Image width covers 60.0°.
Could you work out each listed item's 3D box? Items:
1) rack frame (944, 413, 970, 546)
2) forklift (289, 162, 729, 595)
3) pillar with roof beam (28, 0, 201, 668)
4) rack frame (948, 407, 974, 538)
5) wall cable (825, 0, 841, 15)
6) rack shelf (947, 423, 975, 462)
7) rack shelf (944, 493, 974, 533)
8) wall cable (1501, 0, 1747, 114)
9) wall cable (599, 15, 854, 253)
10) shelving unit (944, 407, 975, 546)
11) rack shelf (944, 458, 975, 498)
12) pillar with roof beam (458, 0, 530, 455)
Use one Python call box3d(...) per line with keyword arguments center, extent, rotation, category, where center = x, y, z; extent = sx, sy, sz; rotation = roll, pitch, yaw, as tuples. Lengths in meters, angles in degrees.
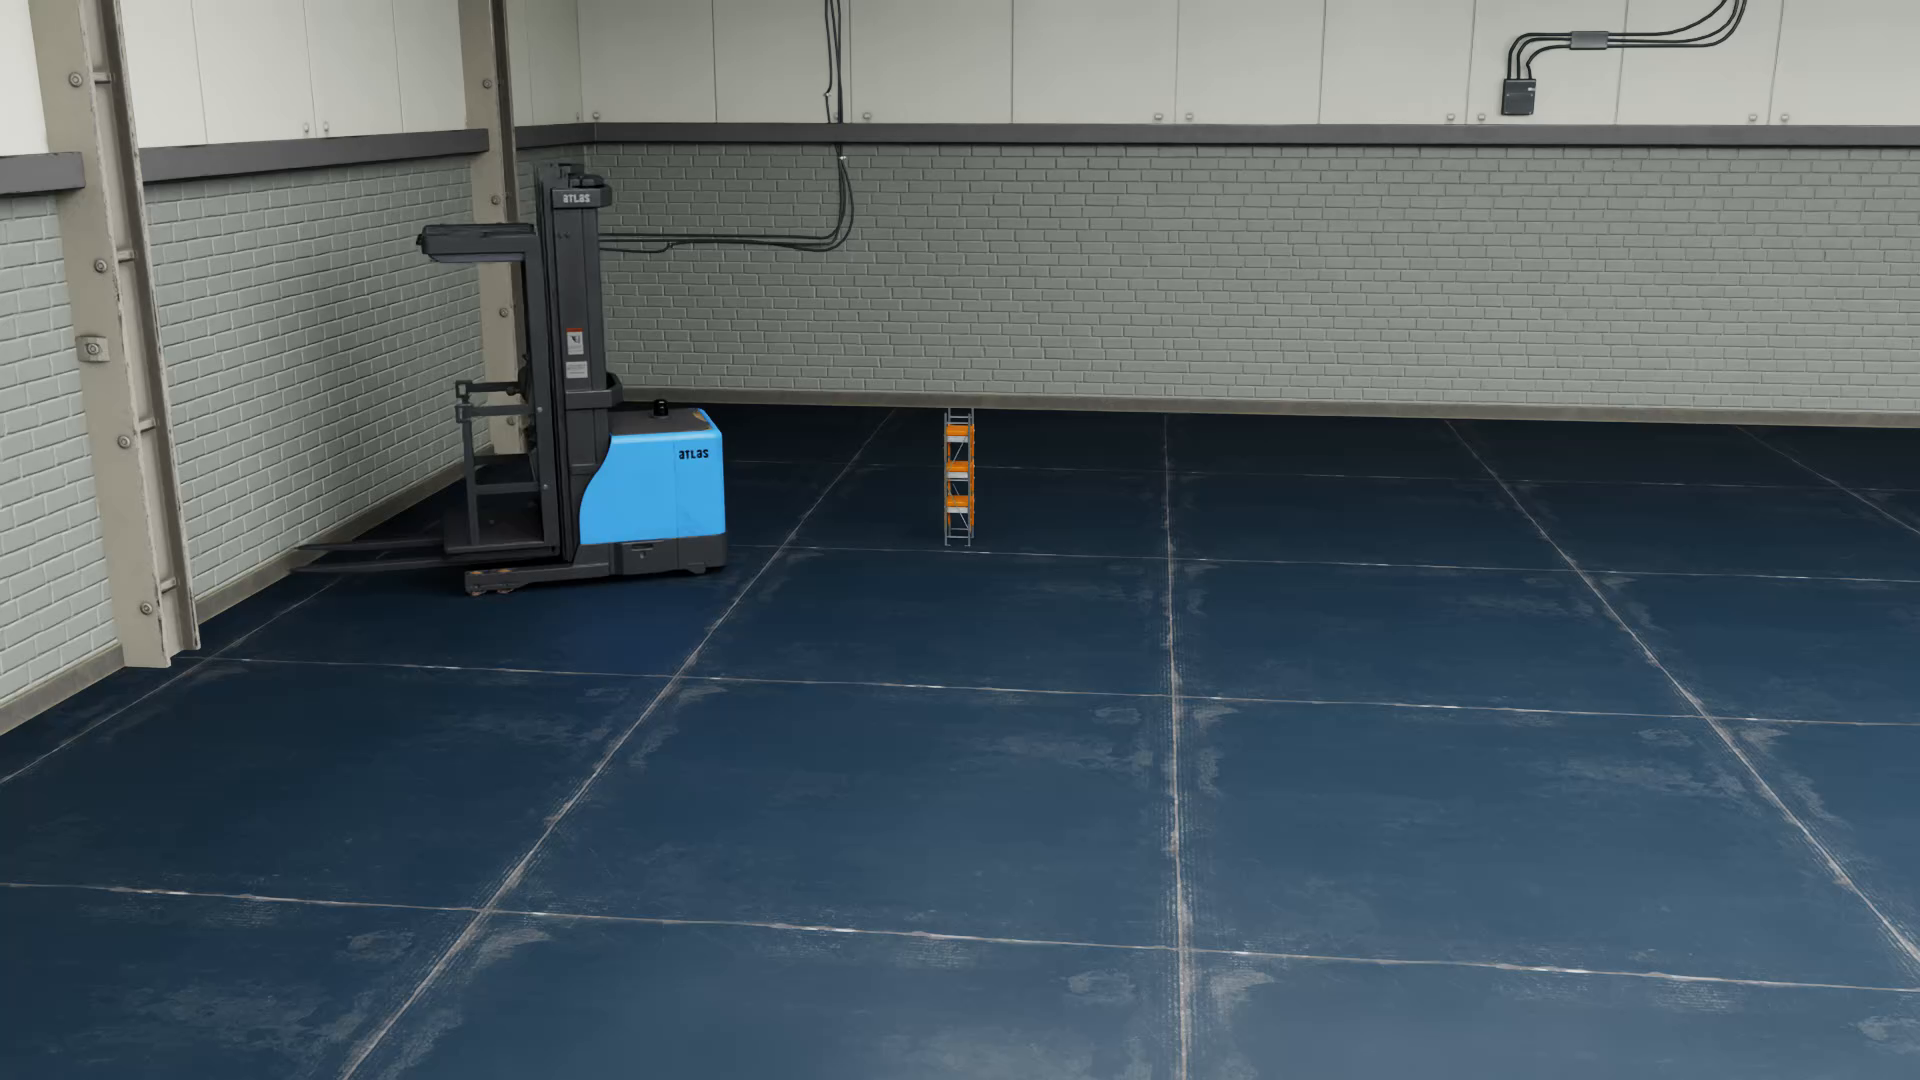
box3d(center=(-0.020, -0.461, 12.857), extent=(0.200, 1.050, 0.008), rotation=(2, 15, 6), category="rack frame")
box3d(center=(-3.282, -1.178, 11.904), extent=(3.031, 2.935, 1.130), rotation=(-4, 16, -16), category="forklift")
box3d(center=(-0.745, -3.485, 8.811), extent=(9.100, 9.000, 0.400), rotation=(2, 15, 6), category="pillar with roof beam")
box3d(center=(0.008, -0.525, 13.091), extent=(0.200, 1.050, 0.008), rotation=(2, 15, 6), category="rack frame")
box3d(center=(-0.011, -6.752, 17.168), extent=(3.097, 2.526, 0.112), rotation=(2, 15, 6), category="wall cable")
box3d(center=(-0.006, -0.757, 12.902), extent=(0.215, 0.259, 0.240), rotation=(2, 15, 6), category="rack shelf")
box3d(center=(-0.006, -0.214, 13.049), extent=(0.215, 0.259, 0.240), rotation=(2, 15, 6), category="rack shelf")
box3d(center=(6.732, -7.251, 16.223), extent=(2.305, 6.003, 0.169), rotation=(2, 15, 6), category="wall cable")
box3d(center=(-2.699, -4.394, 18.122), extent=(3.097, 2.526, 0.112), rotation=(2, 15, 6), category="wall cable")
box3d(center=(-0.006, -0.493, 12.974), extent=(0.215, 1.050, 0.252), rotation=(2, 15, 6), category="shelving unit")
box3d(center=(-0.006, -0.483, 12.976), extent=(0.215, 0.259, 0.240), rotation=(2, 15, 6), category="rack shelf")
box3d(center=(-0.068, -5.041, 14.566), extent=(9.100, 9.000, 0.400), rotation=(2, 15, 6), category="pillar with roof beam")
